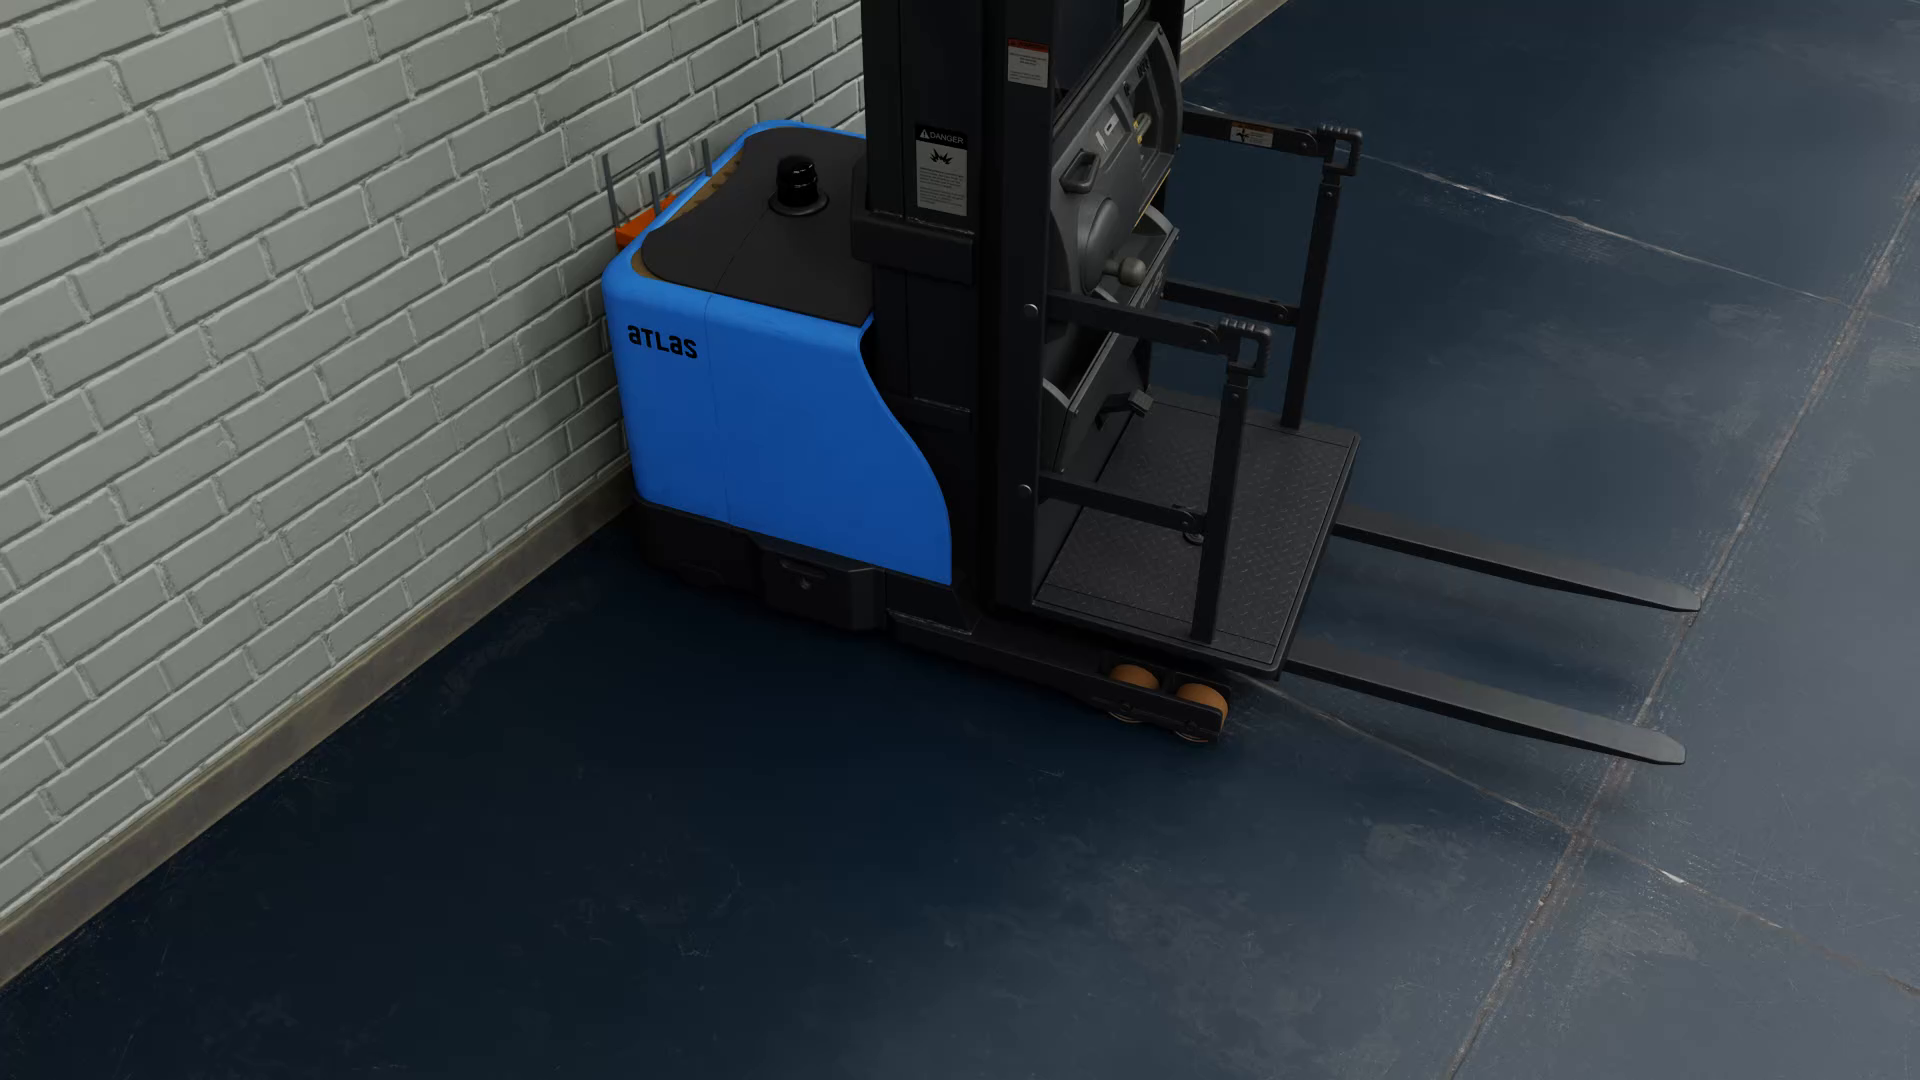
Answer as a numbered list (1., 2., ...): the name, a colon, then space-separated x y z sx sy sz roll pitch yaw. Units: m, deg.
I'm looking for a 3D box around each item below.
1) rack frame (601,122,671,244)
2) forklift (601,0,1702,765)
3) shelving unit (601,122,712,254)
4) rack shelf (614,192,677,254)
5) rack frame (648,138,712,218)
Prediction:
1. rack frame: -0.930 -0.704 5.158 0.006 1.200 0.240 25 48 26
2. forklift: 0.583 -0.935 4.097 3.031 2.935 1.130 15 44 16
3. shelving unit: -0.855 -0.670 5.118 0.189 1.200 0.258 25 48 26
4. rack shelf: -0.862 -0.903 4.906 0.180 0.103 0.258 25 48 26
5. rack frame: -0.780 -0.635 5.078 0.006 1.200 0.240 25 48 26
